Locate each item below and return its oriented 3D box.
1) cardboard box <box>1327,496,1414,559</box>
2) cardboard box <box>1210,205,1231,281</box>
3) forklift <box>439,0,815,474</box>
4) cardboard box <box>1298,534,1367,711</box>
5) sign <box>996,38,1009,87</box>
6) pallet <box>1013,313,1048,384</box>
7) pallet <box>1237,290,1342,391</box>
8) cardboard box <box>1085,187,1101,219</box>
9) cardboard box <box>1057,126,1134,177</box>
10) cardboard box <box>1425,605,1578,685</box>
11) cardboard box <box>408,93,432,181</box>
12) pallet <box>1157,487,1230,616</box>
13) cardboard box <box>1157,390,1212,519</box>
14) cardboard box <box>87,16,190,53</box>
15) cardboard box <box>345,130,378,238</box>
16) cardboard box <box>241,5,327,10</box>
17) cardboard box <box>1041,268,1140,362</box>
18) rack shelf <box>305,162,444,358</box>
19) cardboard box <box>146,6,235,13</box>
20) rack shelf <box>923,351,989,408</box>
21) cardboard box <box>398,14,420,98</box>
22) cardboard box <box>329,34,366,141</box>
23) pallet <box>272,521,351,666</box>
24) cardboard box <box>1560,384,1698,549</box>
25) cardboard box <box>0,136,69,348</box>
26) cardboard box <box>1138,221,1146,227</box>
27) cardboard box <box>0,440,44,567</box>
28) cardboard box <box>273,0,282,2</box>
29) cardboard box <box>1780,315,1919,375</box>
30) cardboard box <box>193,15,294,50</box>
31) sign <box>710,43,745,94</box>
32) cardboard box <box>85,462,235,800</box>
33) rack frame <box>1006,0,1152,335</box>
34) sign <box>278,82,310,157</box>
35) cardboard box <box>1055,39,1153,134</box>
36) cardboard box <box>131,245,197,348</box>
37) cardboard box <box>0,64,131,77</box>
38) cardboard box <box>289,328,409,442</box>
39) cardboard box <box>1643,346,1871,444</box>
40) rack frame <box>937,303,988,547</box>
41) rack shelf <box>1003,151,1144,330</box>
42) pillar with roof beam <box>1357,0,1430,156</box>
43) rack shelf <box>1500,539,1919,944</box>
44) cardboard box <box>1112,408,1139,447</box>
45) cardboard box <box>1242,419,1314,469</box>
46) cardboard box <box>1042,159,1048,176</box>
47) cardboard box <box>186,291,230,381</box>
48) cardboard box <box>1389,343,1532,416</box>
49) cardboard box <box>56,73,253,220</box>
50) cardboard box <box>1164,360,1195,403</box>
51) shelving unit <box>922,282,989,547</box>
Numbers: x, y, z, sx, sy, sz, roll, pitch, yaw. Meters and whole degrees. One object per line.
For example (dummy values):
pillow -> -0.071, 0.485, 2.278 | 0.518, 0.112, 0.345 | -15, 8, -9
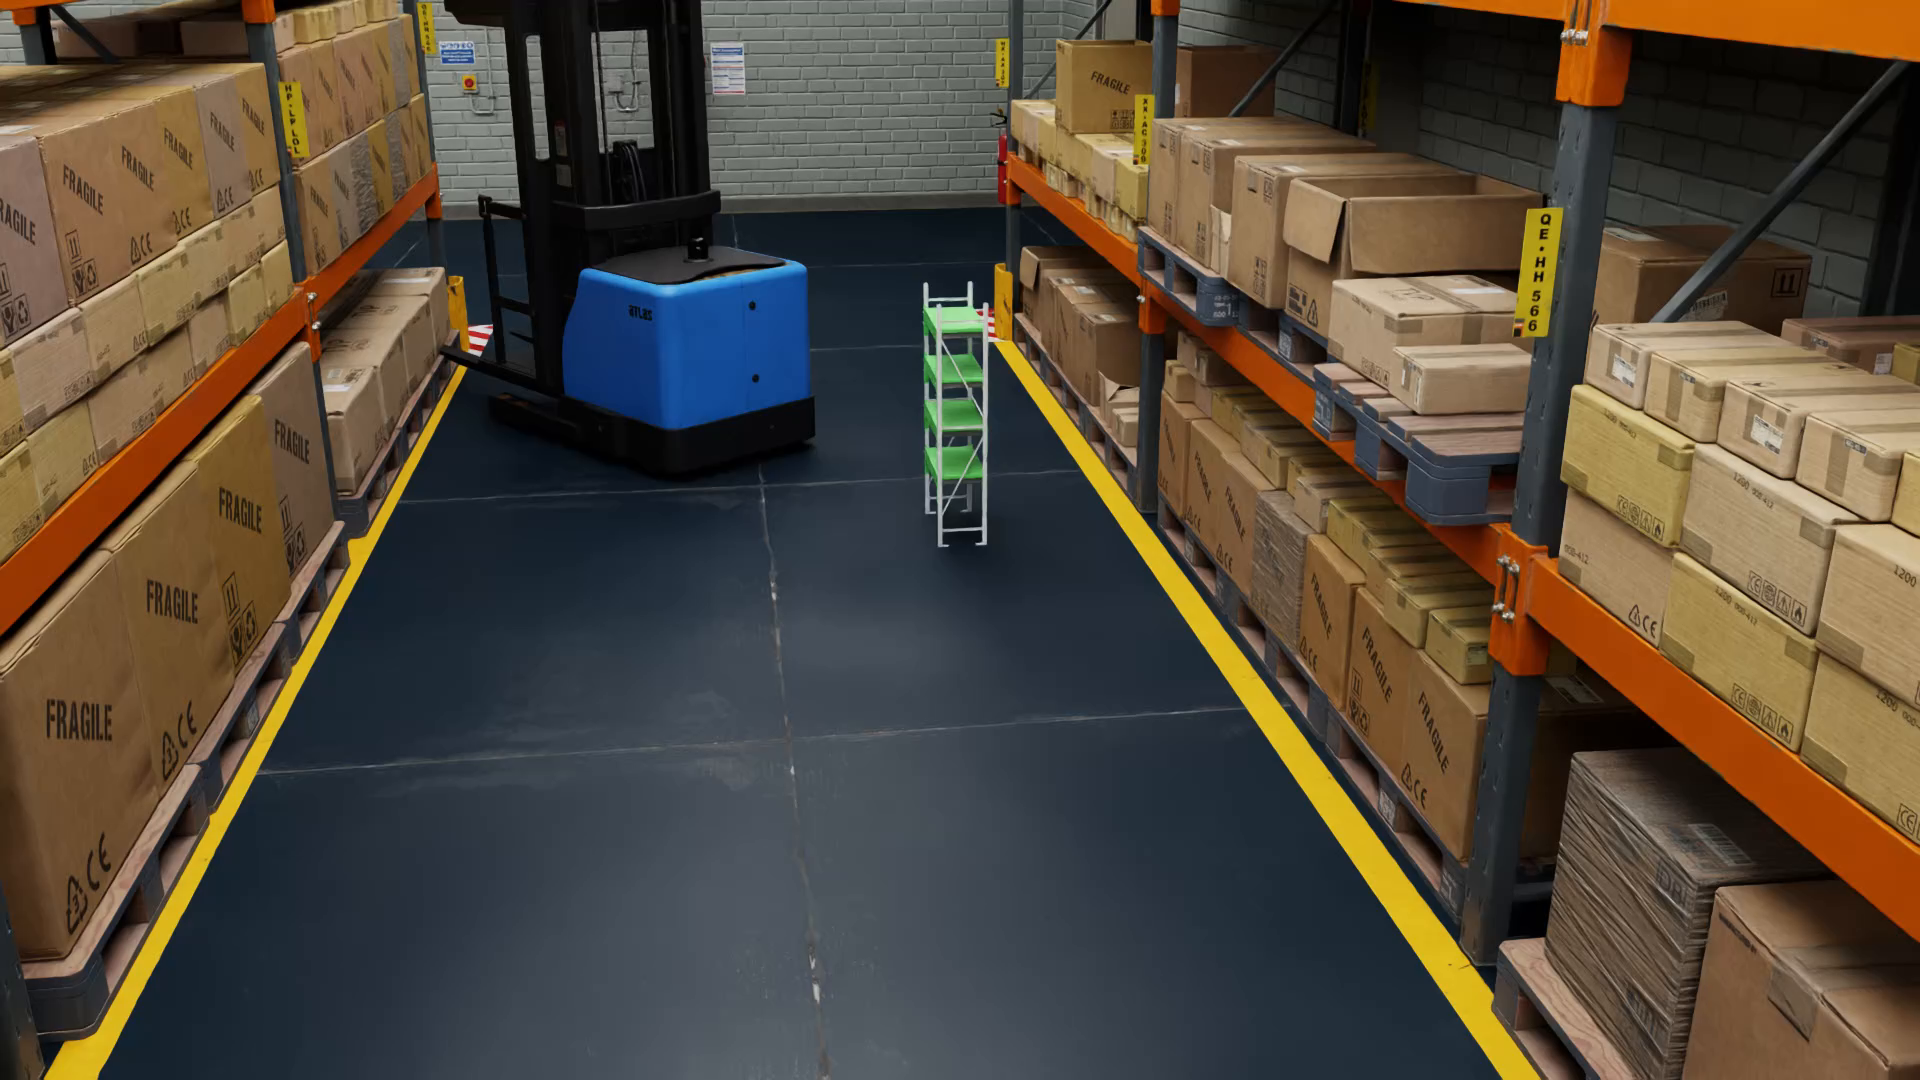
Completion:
cardboard box -> 1.576, -0.050, 6.109 | 0.380, 0.149, 0.250 | -3, 21, -9
cardboard box -> 1.236, -1.214, 6.773 | 0.396, 0.266, 0.258 | -2, 21, -5
forklift -> -2.233, -2.160, 9.810 | 1.130, 2.935, 3.031 | -19, 28, -41
cardboard box -> 1.579, 0.288, 6.131 | 0.500, 0.500, 0.500 | -2, 21, -5
sign -> 0.302, -3.344, 11.645 | 0.100, 0.325, 0.005 | -3, 21, -8
pallet -> 0.966, -1.357, 11.549 | 1.003, 0.211, 1.213 | -3, 21, -8
pallet -> 1.707, -0.779, 6.290 | 1.003, 0.211, 1.213 | -3, 21, -8
cardboard box -> 0.924, -1.918, 9.424 | 0.380, 0.149, 0.250 | -3, 21, -9
cardboard box -> 0.882, -2.339, 9.980 | 0.500, 0.250, 0.500 | -3, 21, -9
cardboard box -> 1.670, 0.316, 5.128 | 0.380, 0.149, 0.250 | -4, 21, -10
cardboard box -> -3.741, -2.608, 10.768 | 0.500, 0.500, 0.500 | -3, 21, -7
pallet -> 1.570, 0.005, 7.901 | 1.003, 0.211, 1.213 | -3, 21, -8
cardboard box -> 1.263, -0.428, 8.047 | 0.500, 0.500, 0.500 | -2, 21, -5
cardboard box -> -3.786, -2.336, 7.684 | 0.380, 0.149, 0.250 | -2, 21, -6
cardboard box -> -3.438, -1.899, 8.870 | 0.500, 0.500, 0.500 | -3, 21, -7
cardboard box -> -3.518, -2.711, 8.688 | 0.380, 0.149, 0.250 | -3, 21, -8
cardboard box -> 0.918, -1.477, 10.857 | 0.700, 0.500, 0.500 | -2, 21, -6
rack shelf -> -3.784, -1.685, 9.468 | 1.077, 0.370, 4.000 | -3, 21, -8
cardboard box -> -3.977, -2.685, 8.619 | 0.380, 0.149, 0.250 | -3, 21, -9
rack shelf -> -0.024, -0.784, 8.098 | 0.258, 0.148, 0.480 | -3, 21, -8
cardboard box -> -3.767, -3.075, 10.589 | 0.500, 0.500, 0.500 | -2, 21, -6
cardboard box -> -3.454, -2.375, 8.716 | 0.500, 0.500, 0.500 | -3, 21, -7
pallet -> -3.310, 0.240, 7.271 | 1.003, 0.211, 1.213 | -3, 21, -8
cardboard box -> 1.790, -0.193, 3.945 | 0.500, 0.250, 0.500 | -3, 21, -8
cardboard box -> -2.829, -0.814, 4.537 | 0.500, 0.500, 0.500 | -3, 21, -8
cardboard box -> 1.120, -1.561, 8.468 | 0.380, 0.149, 0.250 | -3, 21, -7
cardboard box -> -2.741, -0.056, 4.294 | 0.500, 0.250, 0.500 | -3, 21, -9
cardboard box -> -4.117, -3.035, 9.557 | 0.380, 0.149, 0.250 | -3, 21, -7
cardboard box -> 2.239, -0.444, 4.049 | 0.380, 0.149, 0.250 | -2, 21, -6
cardboard box -> -3.337, -2.359, 7.746 | 0.380, 0.149, 0.250 | -3, 21, -7
sign -> -2.350, -4.773, 16.844 | 0.329, 0.494, 0.001 | -3, 21, -8
cardboard box -> -3.061, 0.302, 5.558 | 0.875, 0.875, 0.875 | -3, 21, -7
rack frame -> 0.839, -2.966, 11.870 | 1.000, 3.000, 0.127 | -3, 21, -8
sign -> -2.960, -1.866, 7.382 | 0.100, 0.325, 0.005 | -3, 21, -8
cardboard box -> 0.854, -2.696, 9.866 | 0.500, 0.500, 0.500 | -2, 21, -6
cardboard box -> -2.941, -0.825, 5.637 | 0.500, 0.250, 0.500 | -3, 21, -7
cardboard box -> -3.717, -1.678, 6.849 | 0.500, 0.500, 0.500 | -3, 21, -7
cardboard box -> -3.610, -0.859, 9.290 | 0.875, 0.438, 0.875 | -4, 21, -9
cardboard box -> 1.786, -0.329, 3.741 | 0.380, 0.149, 0.250 | -2, 21, -7
rack frame -> 0.011, -0.535, 7.933 | 0.240, 1.200, 0.015 | -3, 21, -8
rack shelf -> 1.127, -1.937, 10.142 | 1.077, 0.370, 4.000 | -3, 21, -8
pillar with roof beam -> -2.053, -4.461, 7.298 | 9.100, 9.000, 0.400 | -3, 21, -8
rack shelf -> 2.280, 0.833, 2.726 | 1.077, 0.370, 4.000 | -3, 21, -8
cardboard box -> 1.045, -0.620, 9.064 | 0.380, 0.149, 0.250 | -4, 21, -9
cardboard box -> 1.421, -0.410, 7.073 | 0.380, 0.149, 0.250 | -3, 21, -8
cardboard box -> 0.745, -2.455, 10.861 | 0.380, 0.149, 0.250 | -2, 21, -6
cardboard box -> -3.056, -0.765, 6.190 | 0.500, 0.250, 0.500 | -3, 21, -9
cardboard box -> 1.518, -0.483, 4.982 | 0.380, 0.149, 0.250 | -3, 21, -7
cardboard box -> -3.101, -1.524, 6.437 | 0.500, 0.500, 0.500 | -3, 21, -7
cardboard box -> 1.204, -0.773, 8.044 | 0.380, 0.149, 0.250 | -2, 21, -5
shelving unit -> -0.024, -0.619, 8.160 | 0.258, 1.200, 0.503 | -3, 21, -8
